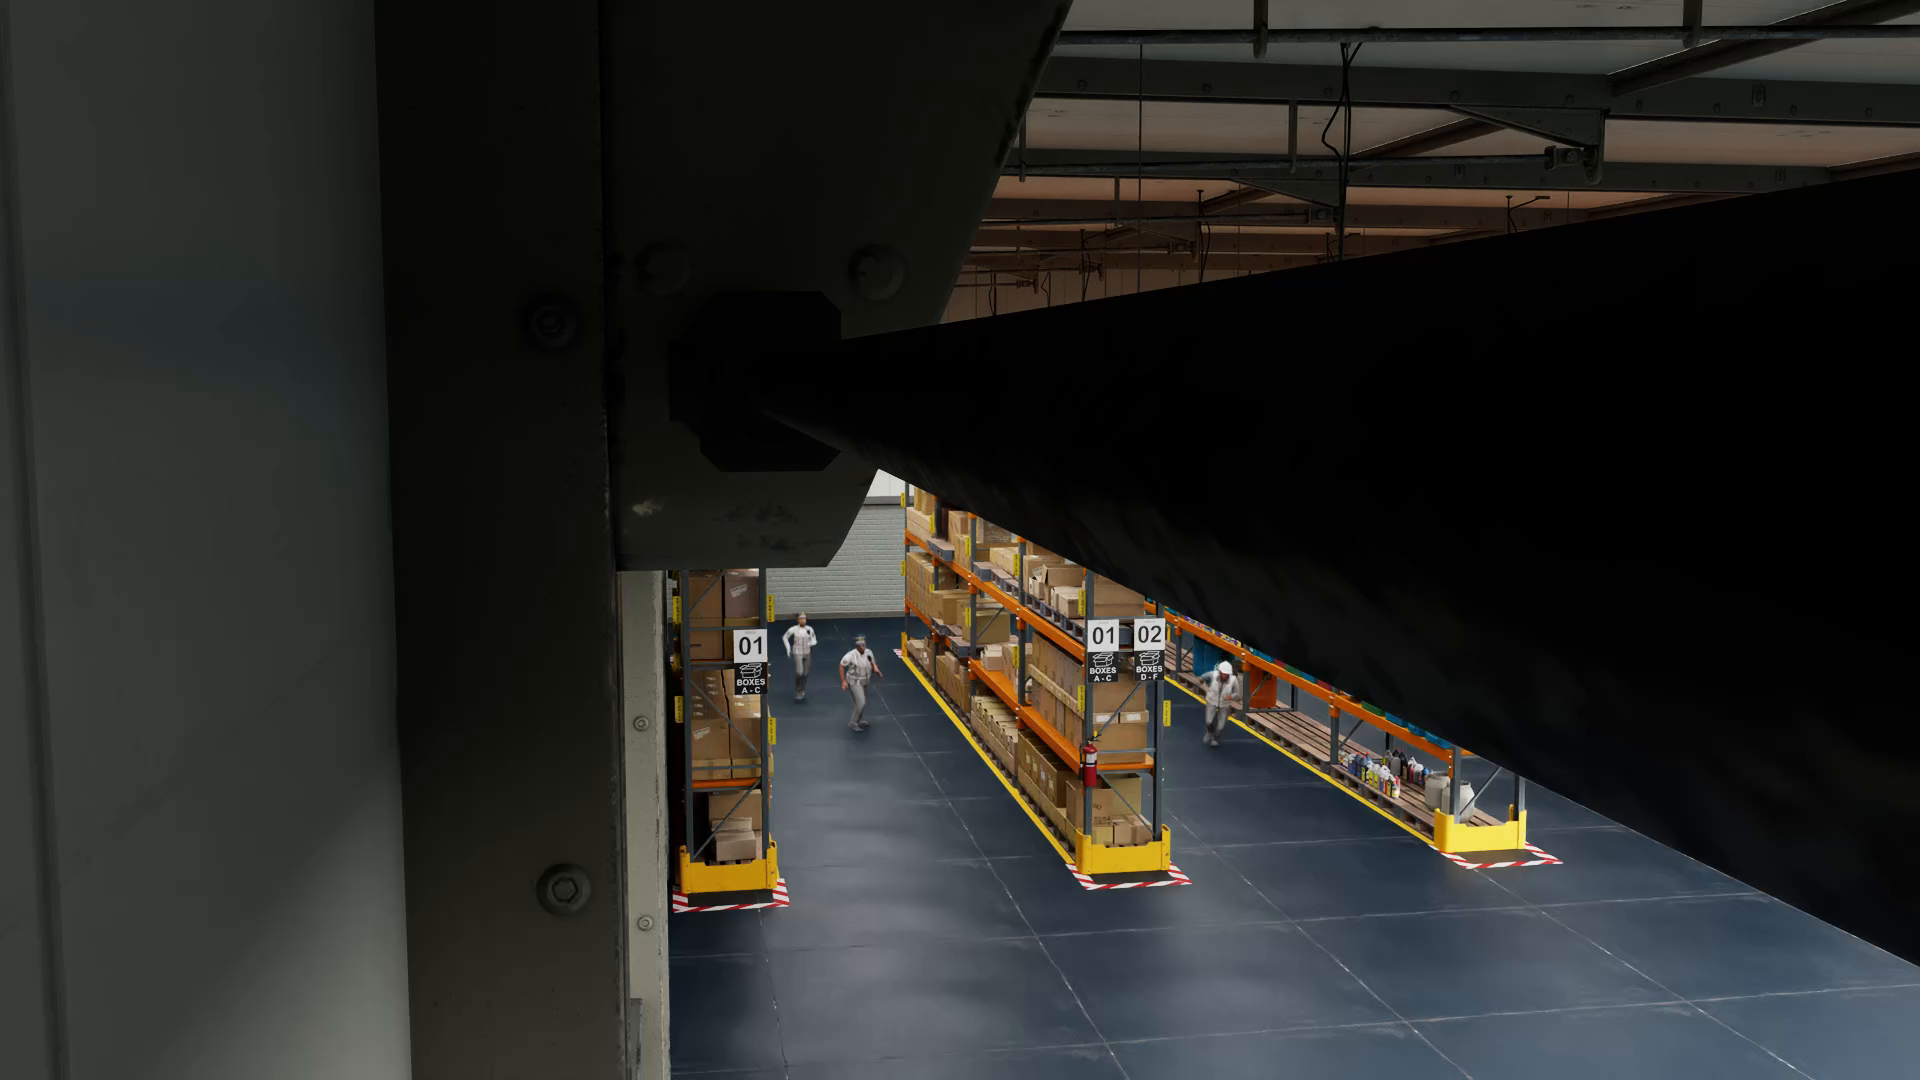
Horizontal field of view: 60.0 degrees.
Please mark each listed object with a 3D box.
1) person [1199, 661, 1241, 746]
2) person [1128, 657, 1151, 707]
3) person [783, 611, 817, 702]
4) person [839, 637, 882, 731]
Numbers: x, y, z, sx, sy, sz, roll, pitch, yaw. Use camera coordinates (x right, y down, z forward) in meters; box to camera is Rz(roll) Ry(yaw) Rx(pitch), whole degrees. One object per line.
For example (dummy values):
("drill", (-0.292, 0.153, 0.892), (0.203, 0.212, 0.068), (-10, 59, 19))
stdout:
("person", (4.295, 2.710, 27.480), (0.667, 1.531, 1.005), (1, 6, 7))
("person", (3.474, 2.320, 31.138), (0.704, 1.588, 1.035), (1, 6, 7))
("person", (-3.020, 2.210, 31.674), (0.596, 1.719, 0.693), (-2, 6, -21))
("person", (-1.713, 2.517, 29.089), (0.836, 1.733, 0.673), (4, 7, 37))
